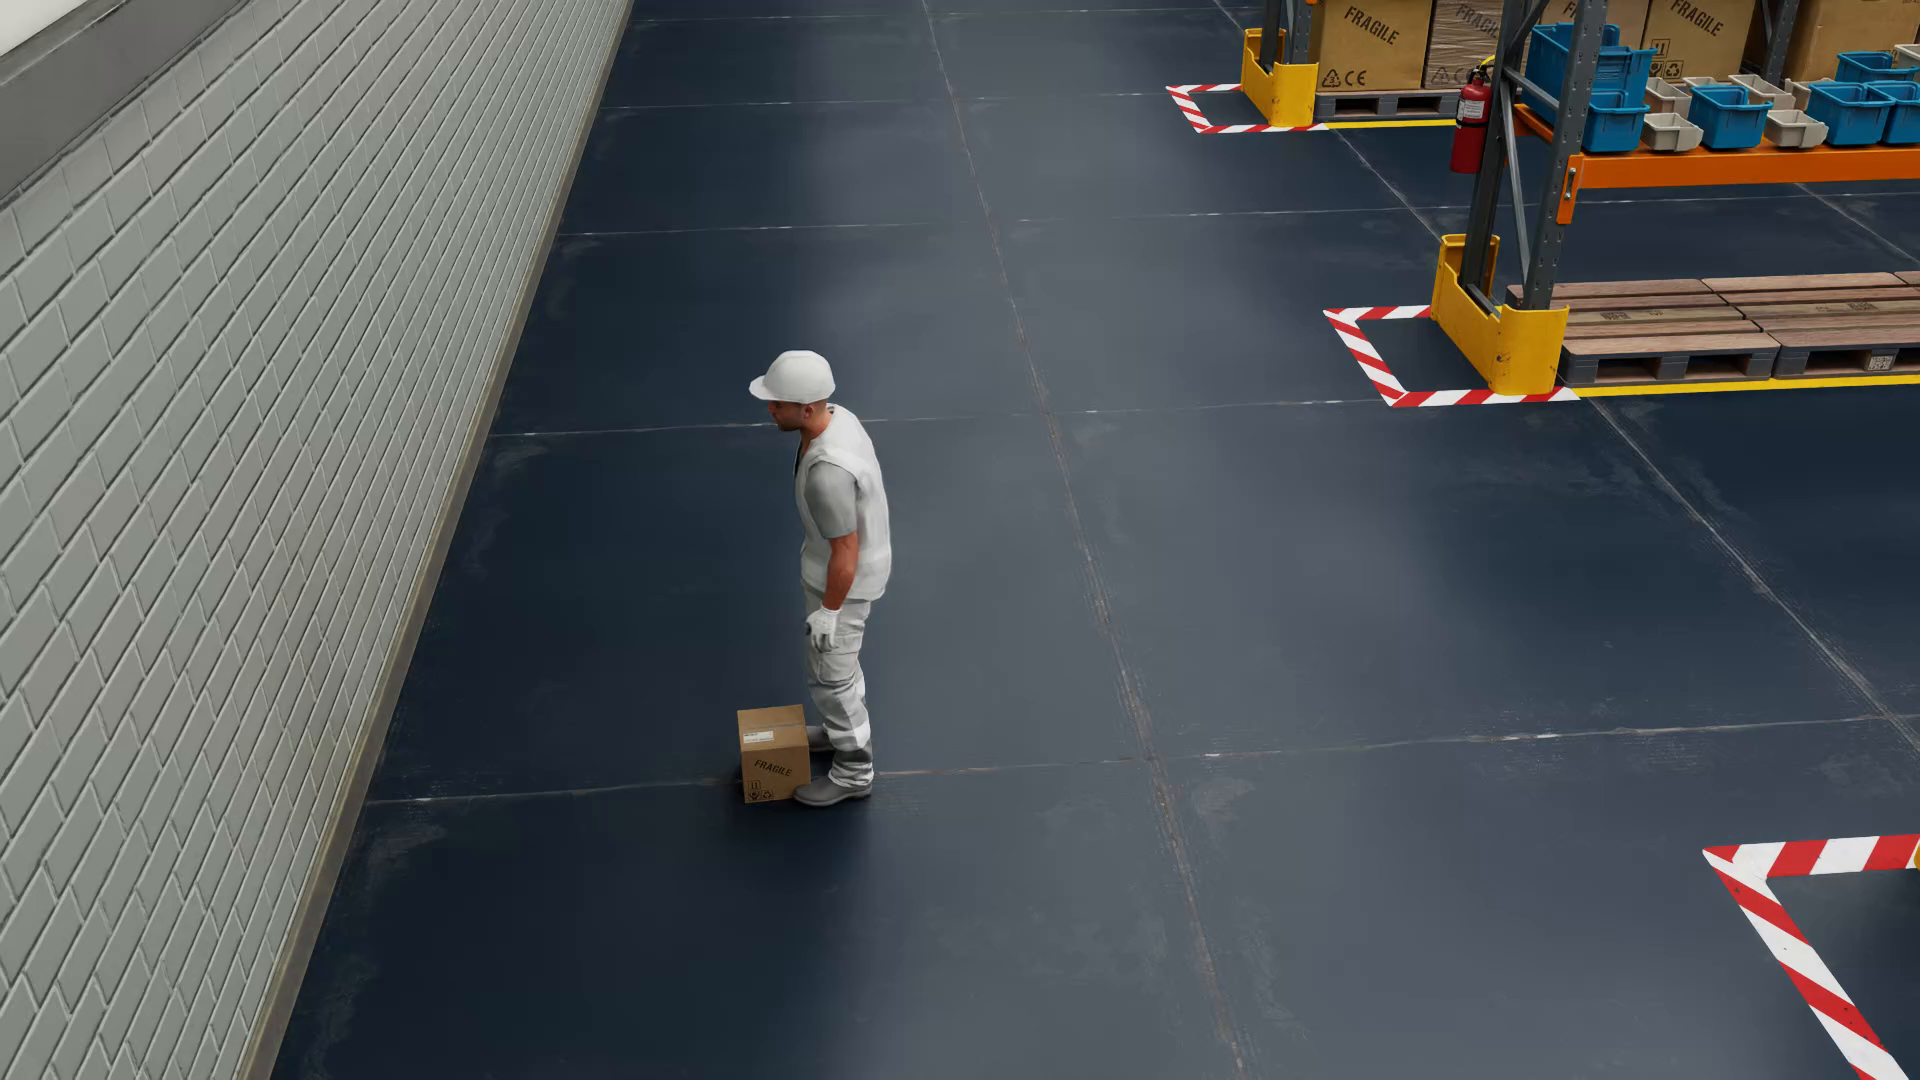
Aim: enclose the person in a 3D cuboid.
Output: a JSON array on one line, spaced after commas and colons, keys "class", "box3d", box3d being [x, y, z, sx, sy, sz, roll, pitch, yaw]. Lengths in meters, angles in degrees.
[{"class": "person", "box3d": [-0.470, 0.137, 5.893, 0.453, 1.775, 0.605, -3, 31, -5]}]
